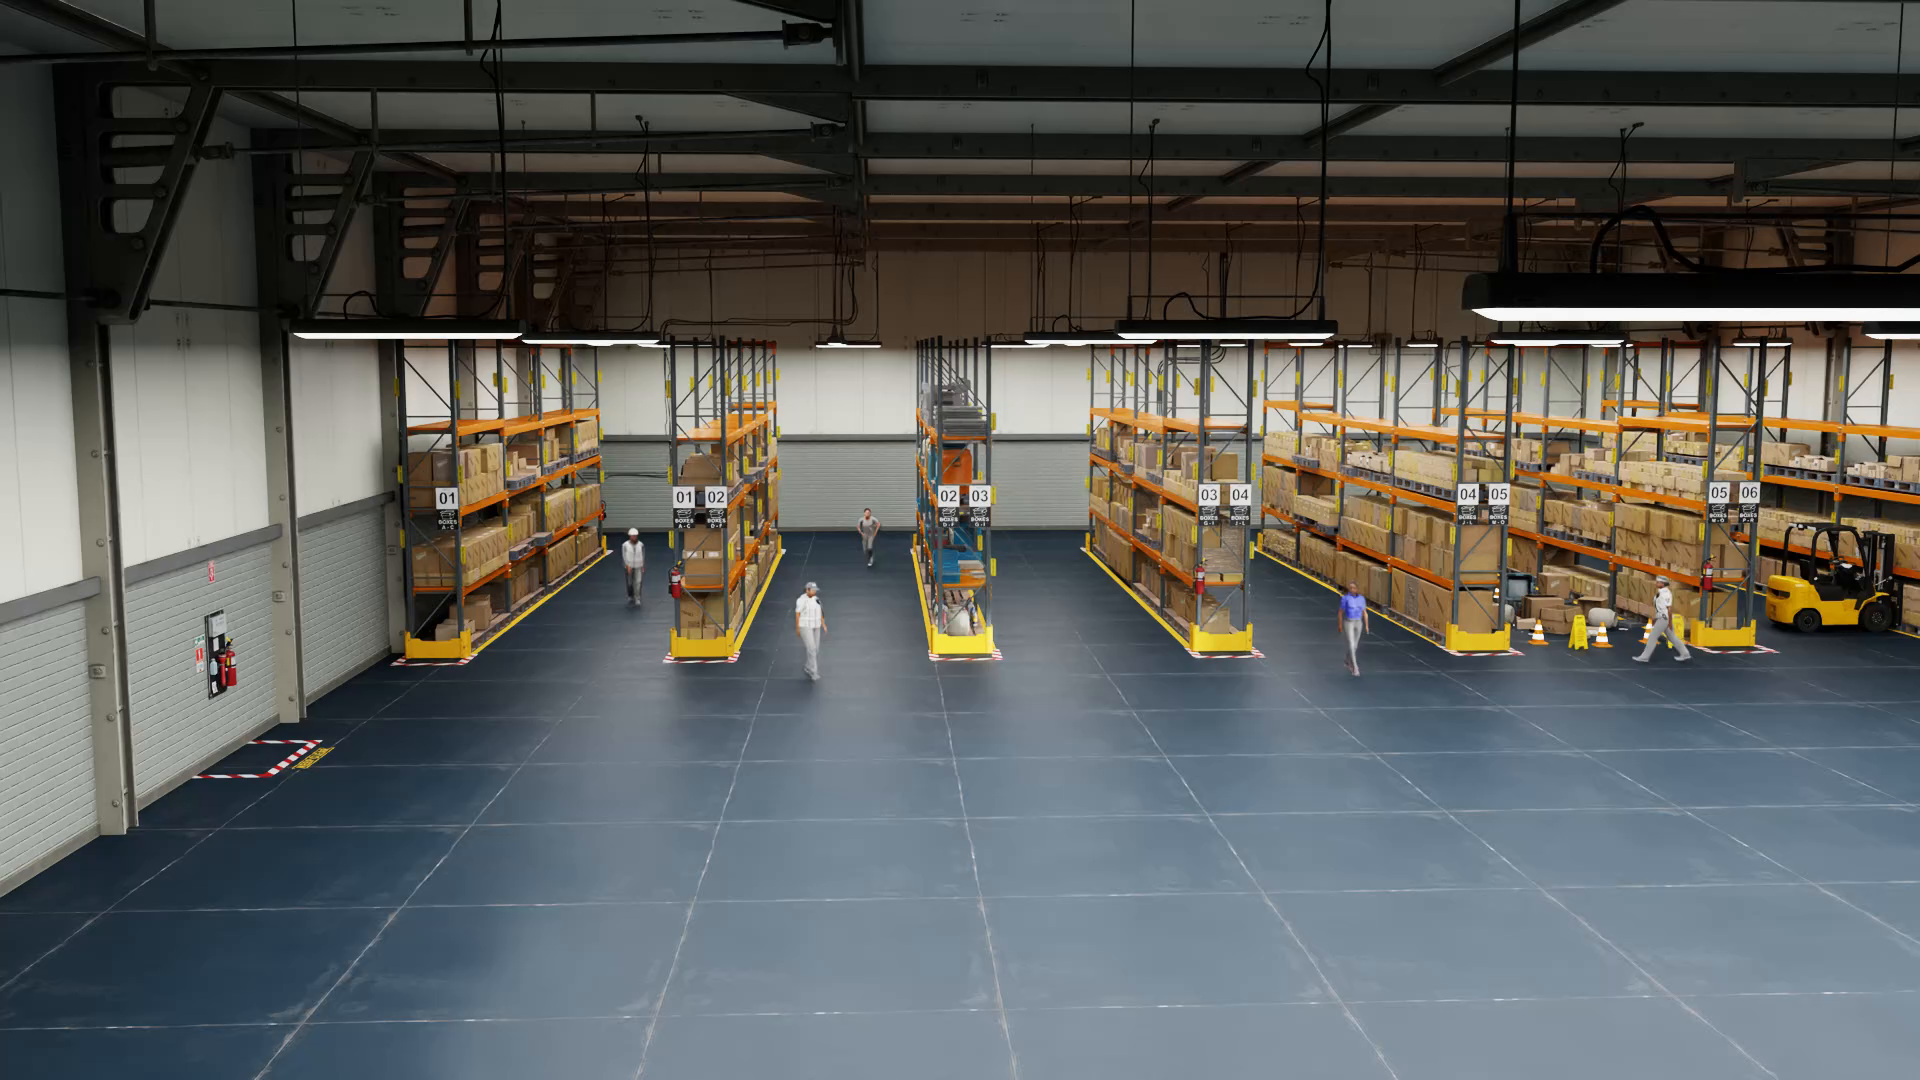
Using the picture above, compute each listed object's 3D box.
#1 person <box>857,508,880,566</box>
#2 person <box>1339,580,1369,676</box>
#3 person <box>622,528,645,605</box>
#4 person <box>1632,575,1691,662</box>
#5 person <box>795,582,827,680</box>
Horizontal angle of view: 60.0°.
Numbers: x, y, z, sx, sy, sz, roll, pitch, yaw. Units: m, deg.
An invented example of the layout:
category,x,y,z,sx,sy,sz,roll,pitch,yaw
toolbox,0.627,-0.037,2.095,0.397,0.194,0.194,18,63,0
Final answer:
category,x,y,z,sx,sy,sz,roll,pitch,yaw
person,-2.427,-0.083,44.288,0.568,1.574,0.696,1,7,9
person,7.025,1.568,29.653,0.466,1.678,0.742,-2,7,-14
person,-7.353,0.593,37.541,0.537,1.710,1.015,-2,7,-18
person,12.918,1.441,30.527,1.041,1.624,0.453,1,7,12
person,-2.571,1.585,29.336,0.682,1.680,0.504,6,9,44
